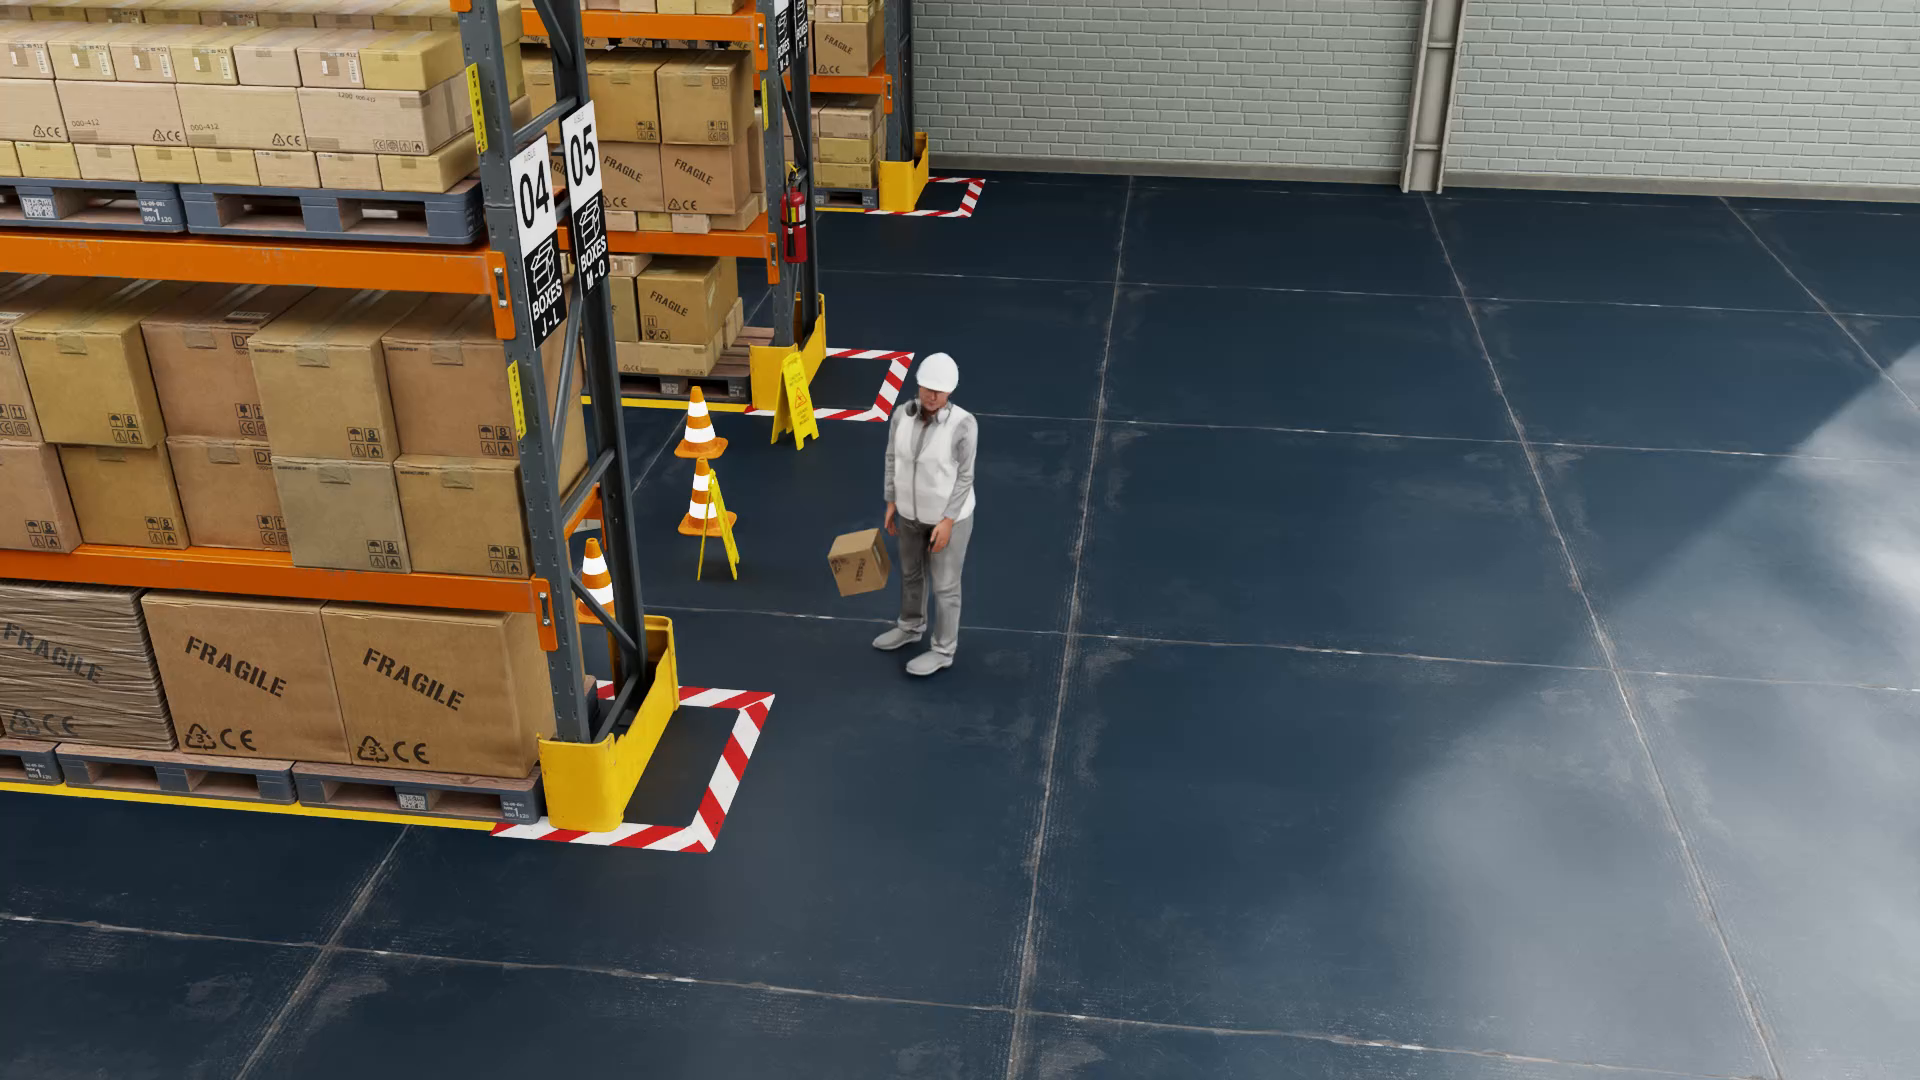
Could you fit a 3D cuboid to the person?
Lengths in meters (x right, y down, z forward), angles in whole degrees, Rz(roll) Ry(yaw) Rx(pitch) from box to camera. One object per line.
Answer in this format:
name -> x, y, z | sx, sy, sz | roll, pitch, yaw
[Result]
person -> -0.209, -0.140, 8.810 | 0.583, 1.780, 0.486 | 17, 33, 29
